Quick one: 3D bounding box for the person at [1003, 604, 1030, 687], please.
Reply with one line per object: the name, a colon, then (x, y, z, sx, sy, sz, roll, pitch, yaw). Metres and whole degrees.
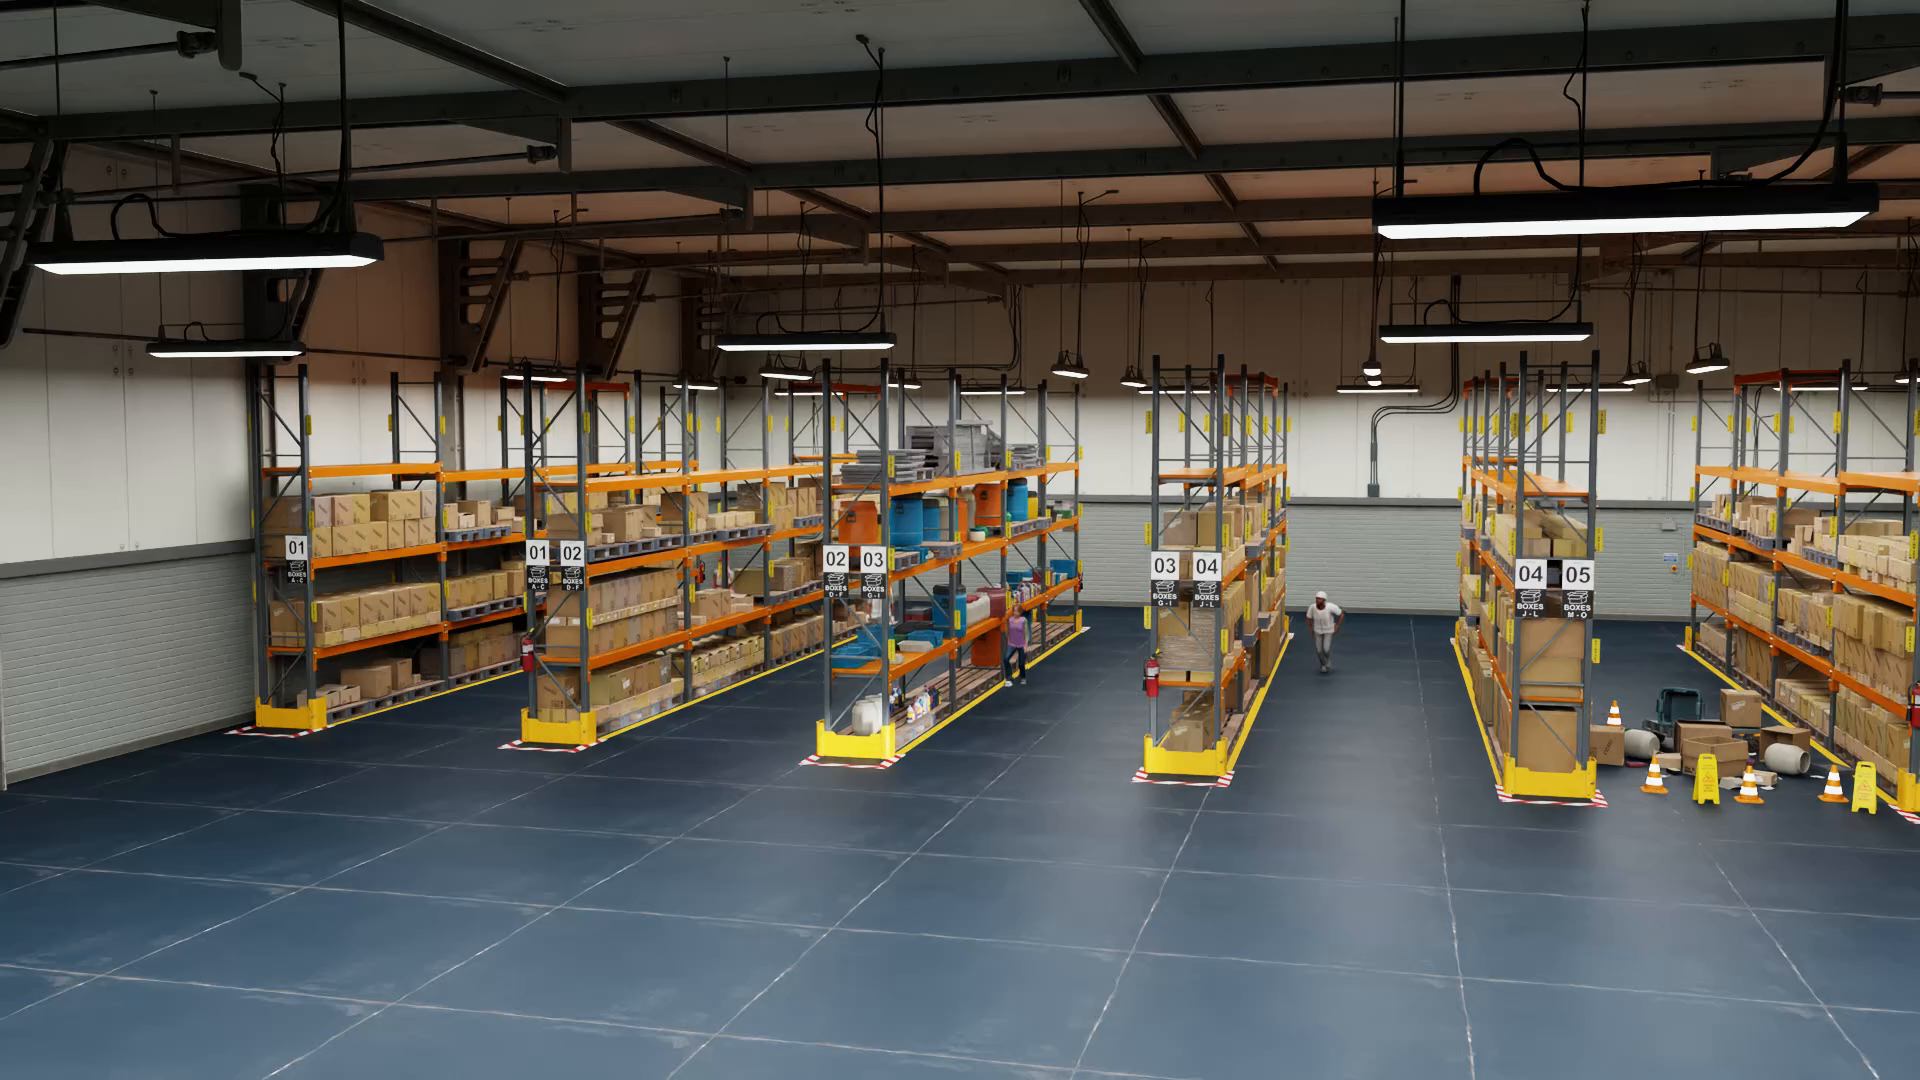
person: (1.035, 1.905, 30.147, 0.470, 1.487, 0.791, 1, 4, 17)

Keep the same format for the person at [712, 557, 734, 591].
person: (-5.882, 1.285, 40.897, 0.667, 1.725, 1.034, 1, 4, 15)

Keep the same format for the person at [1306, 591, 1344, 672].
person: (7.378, 1.852, 33.613, 0.753, 1.668, 0.684, 2, 4, 23)

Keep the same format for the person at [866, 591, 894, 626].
person: (-1.728, 1.644, 35.736, 0.565, 1.685, 1.096, 1, 4, 12)
